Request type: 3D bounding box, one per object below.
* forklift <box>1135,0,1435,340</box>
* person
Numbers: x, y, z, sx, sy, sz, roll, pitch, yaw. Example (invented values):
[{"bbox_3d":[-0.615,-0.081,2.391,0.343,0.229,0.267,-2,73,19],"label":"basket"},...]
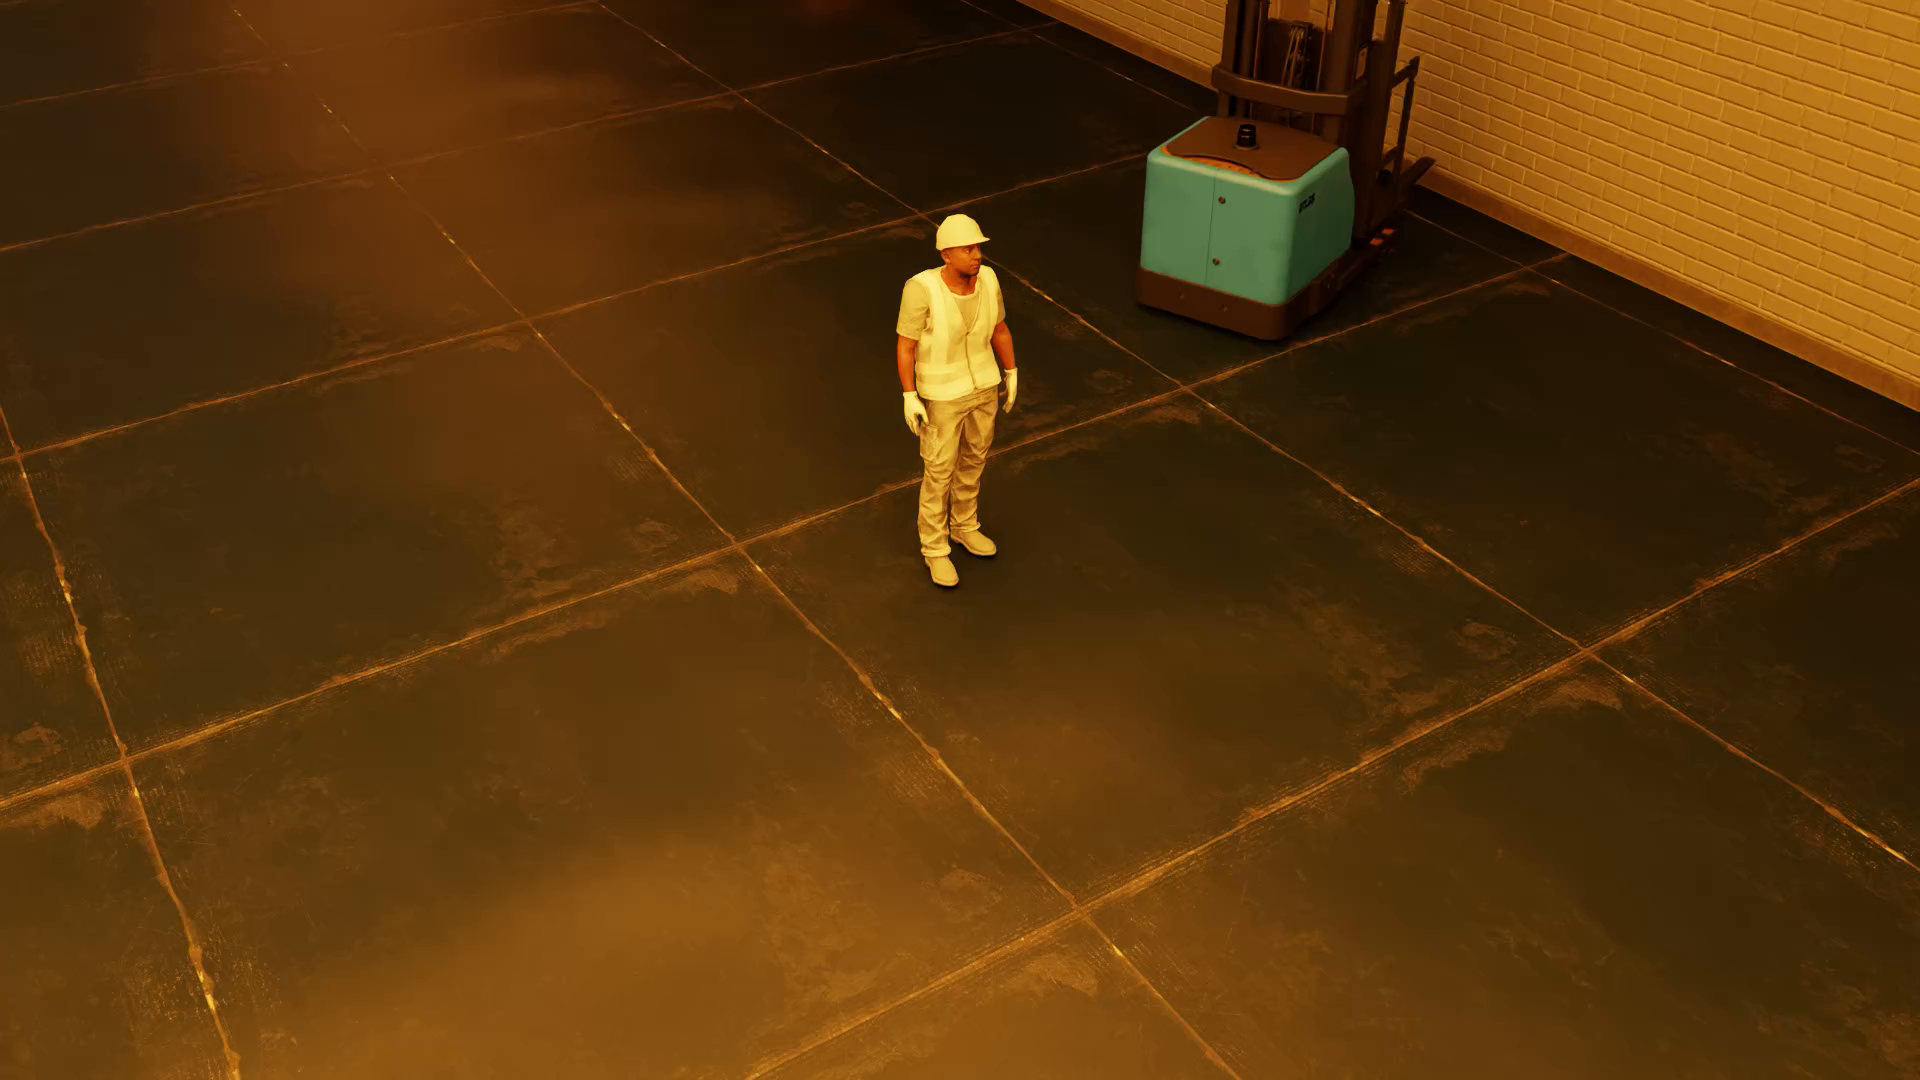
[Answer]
[{"bbox_3d":[2.390,-3.243,10.763,1.130,2.935,3.031,22,40,28],"label":"forklift"},{"bbox_3d":[0.033,-0.698,8.127,0.656,1.784,0.575,-21,40,-27],"label":"person"}]
